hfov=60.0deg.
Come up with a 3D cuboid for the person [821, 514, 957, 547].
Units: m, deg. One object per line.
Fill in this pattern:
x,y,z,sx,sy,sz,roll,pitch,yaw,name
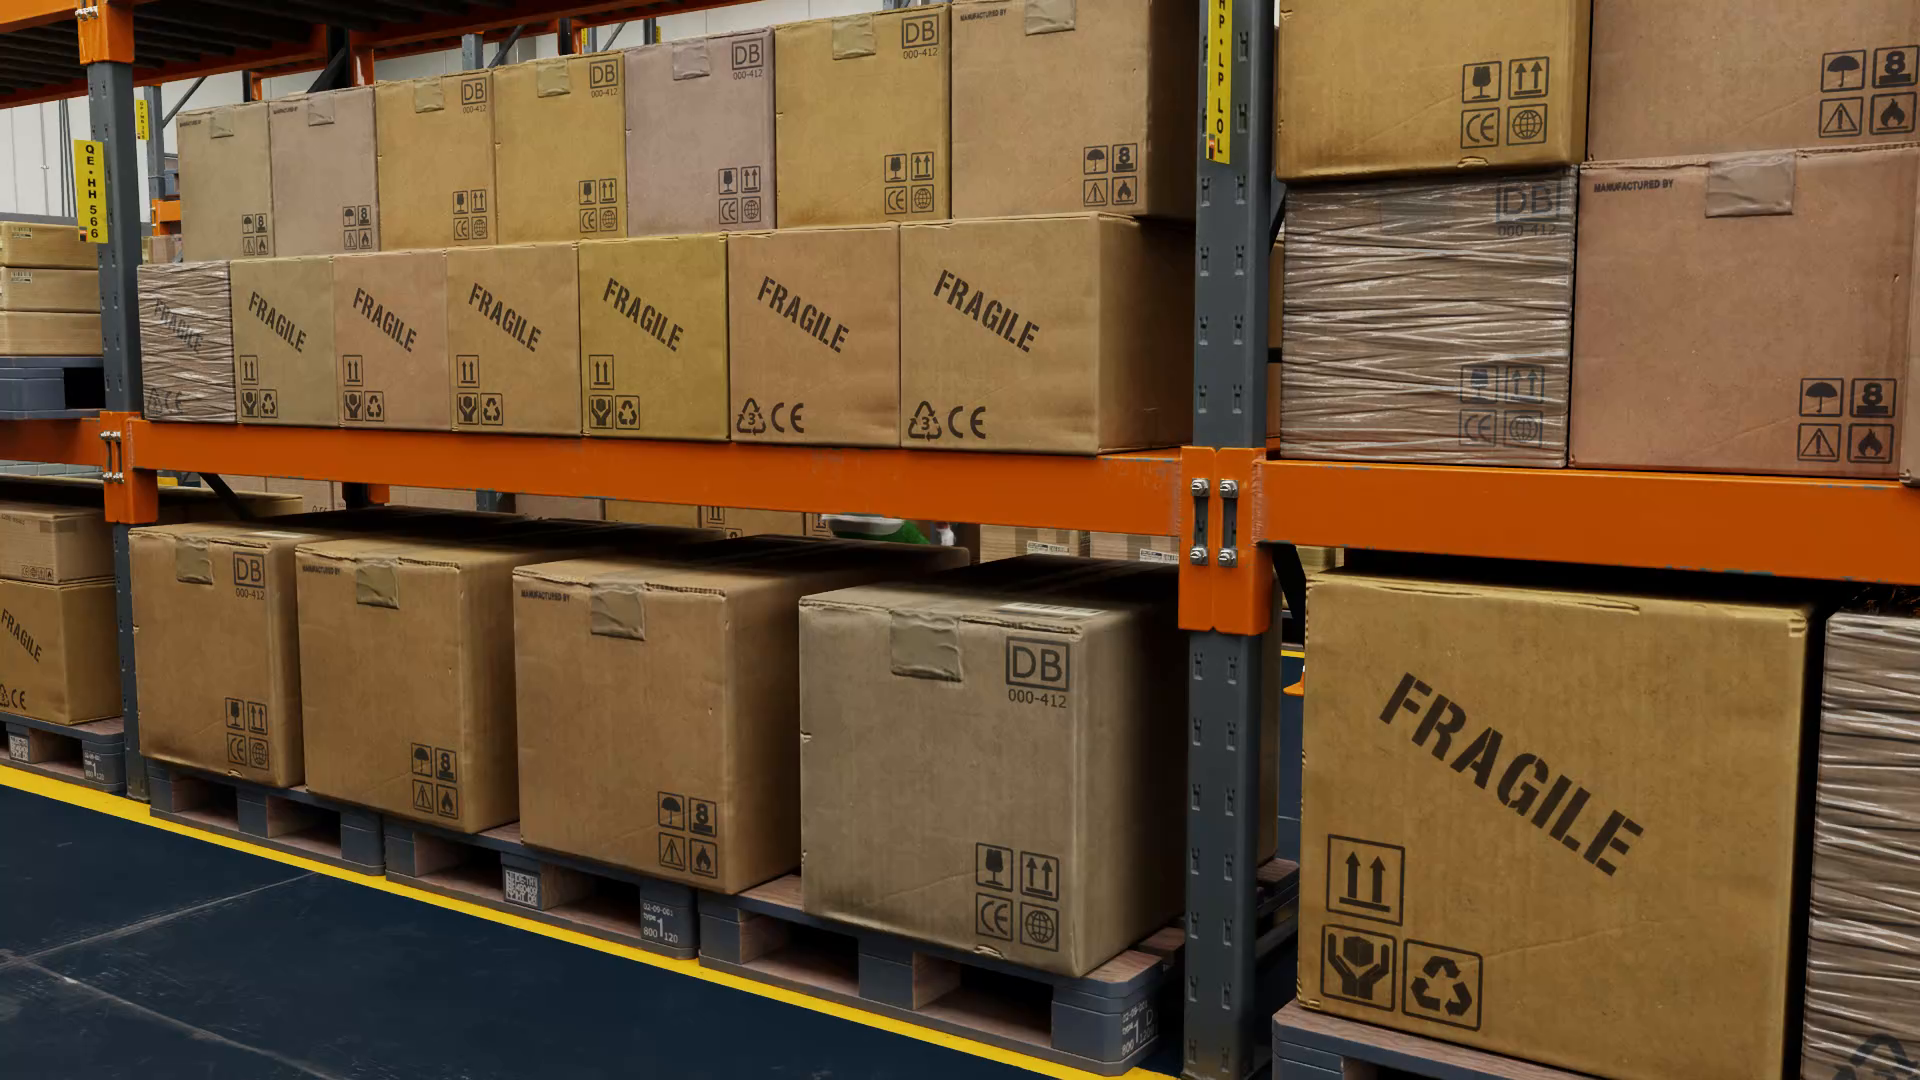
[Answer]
-0.348,-0.074,7.754,0.580,1.471,0.731,4,7,34,person
